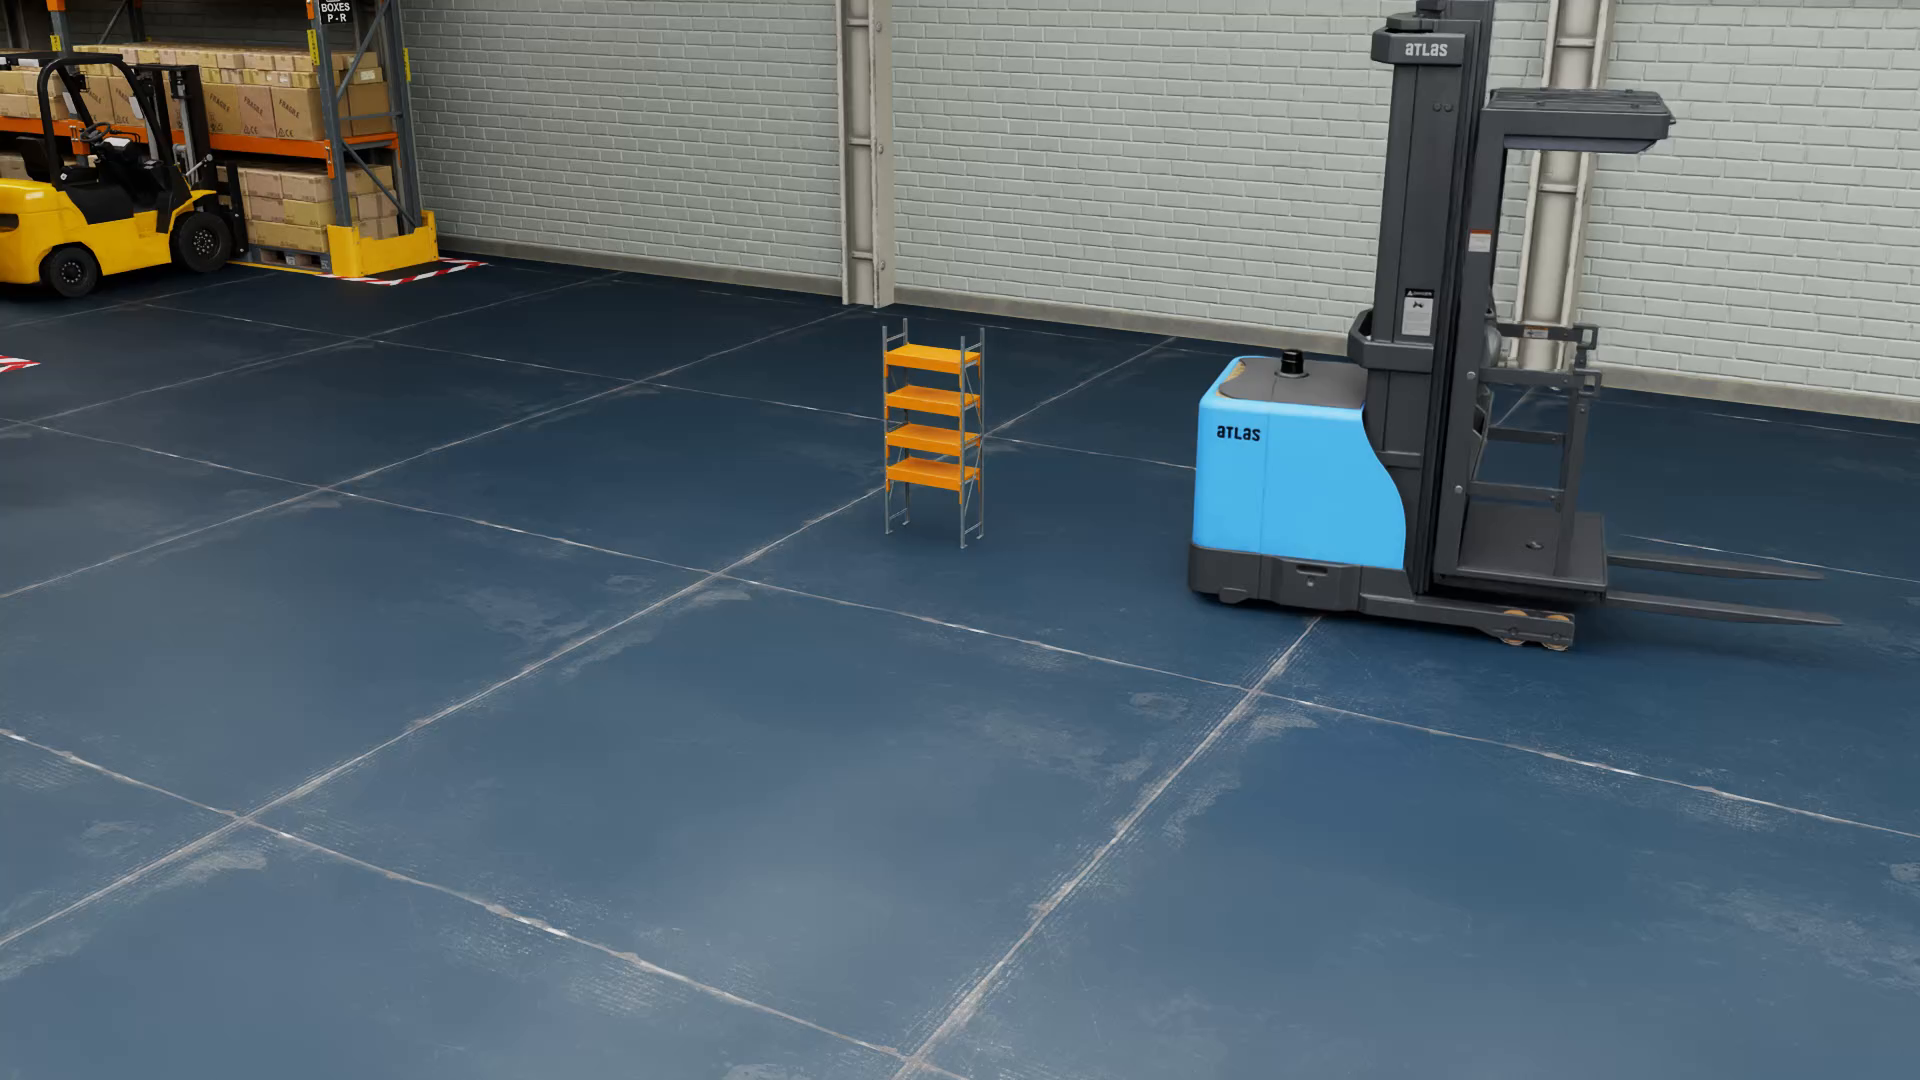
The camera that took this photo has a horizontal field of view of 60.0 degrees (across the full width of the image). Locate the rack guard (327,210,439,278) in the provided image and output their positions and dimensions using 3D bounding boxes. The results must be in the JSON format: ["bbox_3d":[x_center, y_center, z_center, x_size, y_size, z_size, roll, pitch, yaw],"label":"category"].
[{"bbox_3d":[-5.892,-3.042,17.019,0.348,0.500,1.175,11,23,27],"label":"rack guard"}]

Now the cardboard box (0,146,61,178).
[{"bbox_3d":[-11.197,-4.307,19.706,0.625,0.625,0.875,10,22,25],"label":"cardboard box"}]

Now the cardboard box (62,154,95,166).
[{"bbox_3d":[-9.866,-4.051,19.001,0.625,0.625,0.875,12,23,30],"label":"cardboard box"}]

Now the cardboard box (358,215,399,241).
[{"bbox_3d":[-6.246,-3.266,17.386,0.500,0.250,0.500,11,23,28],"label":"cardboard box"}]

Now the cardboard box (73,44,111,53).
[{"bbox_3d":[-9.271,-5.237,17.869,0.250,0.149,0.380,11,23,28],"label":"cardboard box"}]

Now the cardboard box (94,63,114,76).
[{"bbox_3d":[-9.028,-5.065,17.830,0.250,0.149,0.380,11,23,29],"label":"cardboard box"}]

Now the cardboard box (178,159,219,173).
[{"bbox_3d":[-8.254,-3.920,17.723,0.500,0.250,0.500,12,23,29],"label":"cardboard box"}]

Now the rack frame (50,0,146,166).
[{"bbox_3d":[-9.405,-4.887,18.437,0.127,3.000,1.000,11,23,27],"label":"rack frame"}]

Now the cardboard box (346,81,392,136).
[{"bbox_3d":[-6.210,-4.433,17.041,0.500,0.500,0.500,12,23,29],"label":"cardboard box"}]

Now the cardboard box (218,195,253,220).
[{"bbox_3d":[-7.384,-3.515,17.340,0.500,0.250,0.500,10,22,26],"label":"cardboard box"}]

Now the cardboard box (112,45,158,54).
[{"bbox_3d":[-8.772,-5.181,17.714,0.250,0.149,0.380,10,22,26],"label":"cardboard box"}]

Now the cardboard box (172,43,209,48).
[{"bbox_3d":[-8.293,-5.298,18.038,0.250,0.149,0.380,10,22,26],"label":"cardboard box"}]

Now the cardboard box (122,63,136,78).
[{"bbox_3d":[-8.608,-4.966,17.560,0.250,0.149,0.380,11,23,28],"label":"cardboard box"}]

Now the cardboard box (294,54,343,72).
[{"bbox_3d":[-6.328,-4.710,16.416,0.250,0.149,0.380,11,23,27],"label":"cardboard box"}]

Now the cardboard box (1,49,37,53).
[{"bbox_3d":[-10.915,-5.628,19.384,0.250,0.149,0.380,11,23,28],"label":"cardboard box"}]

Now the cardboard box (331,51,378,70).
[{"bbox_3d":[-6.102,-4.833,16.754,0.250,0.149,0.380,10,22,26],"label":"cardboard box"}]

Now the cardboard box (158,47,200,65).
[{"bbox_3d":[-8.108,-5.046,17.344,0.250,0.149,0.380,11,23,27],"label":"cardboard box"}]

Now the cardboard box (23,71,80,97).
[{"bbox_3d":[-9.958,-5.057,18.393,0.500,0.250,0.500,10,22,26],"label":"cardboard box"}]

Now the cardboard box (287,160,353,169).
[{"bbox_3d":[-6.678,-3.814,17.432,0.500,0.250,0.500,11,23,27],"label":"cardboard box"}]

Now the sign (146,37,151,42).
[{"bbox_3d":[-9.136,-5.496,18.732,0.005,0.325,0.100,11,23,27],"label":"sign"}]

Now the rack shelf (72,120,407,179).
[{"bbox_3d":[-7.659,-4.216,17.643,4.000,0.370,1.077,11,23,27],"label":"rack shelf"}]

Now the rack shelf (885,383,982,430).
[{"bbox_3d":[-0.145,-0.739,9.183,0.480,0.148,0.258,11,23,27],"label":"rack shelf"}]

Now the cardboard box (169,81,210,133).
[{"bbox_3d":[-7.811,-4.526,17.298,0.500,0.500,0.500,11,23,28],"label":"cardboard box"}]

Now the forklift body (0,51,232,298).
[{"bbox_3d":[-8.458,-3.595,16.120,1.214,2.155,2.313,11,23,27],"label":"forklift body"}]

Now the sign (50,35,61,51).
[{"bbox_3d":[-9.661,-5.230,17.804,0.005,0.325,0.100,11,23,27],"label":"sign"}]

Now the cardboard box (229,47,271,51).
[{"bbox_3d":[-7.438,-5.098,17.487,0.250,0.149,0.380,11,23,28],"label":"cardboard box"}]

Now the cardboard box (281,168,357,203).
[{"bbox_3d":[-6.467,-3.580,16.785,0.500,0.250,0.500,12,23,29],"label":"cardboard box"}]

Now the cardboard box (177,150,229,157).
[{"bbox_3d":[-8.431,-4.157,18.377,0.500,0.250,0.500,10,22,27],"label":"cardboard box"}]

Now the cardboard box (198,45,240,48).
[{"bbox_3d":[-7.877,-5.193,17.747,0.250,0.149,0.380,11,22,27],"label":"cardboard box"}]

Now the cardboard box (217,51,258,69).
[{"bbox_3d":[-7.263,-4.851,16.805,0.250,0.149,0.380,11,23,29],"label":"cardboard box"}]

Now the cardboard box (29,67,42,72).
[{"bbox_3d":[-10.046,-5.267,18.387,0.250,0.149,0.380,10,22,27],"label":"cardboard box"}]

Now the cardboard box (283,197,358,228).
[{"bbox_3d":[-6.490,-3.349,16.882,0.500,0.250,0.500,10,22,27],"label":"cardboard box"}]

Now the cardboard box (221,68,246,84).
[{"bbox_3d":[-7.253,-4.717,16.873,0.250,0.149,0.380,10,22,26],"label":"cardboard box"}]

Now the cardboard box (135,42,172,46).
[{"bbox_3d":[-8.780,-5.361,18.211,0.250,0.149,0.380,10,22,26],"label":"cardboard box"}]

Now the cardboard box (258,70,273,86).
[{"bbox_3d":[-6.786,-4.643,16.667,0.250,0.149,0.380,11,23,28],"label":"cardboard box"}]

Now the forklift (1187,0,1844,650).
[{"bbox_3d":[2.740,-1.057,7.980,3.031,2.935,1.130,7,21,18],"label":"forklift"}]

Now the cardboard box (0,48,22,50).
[{"bbox_3d":[-11.338,-5.735,19.679,0.250,0.149,0.380,10,22,26],"label":"cardboard box"}]

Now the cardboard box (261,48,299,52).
[{"bbox_3d":[-7.002,-5.008,17.237,0.250,0.149,0.380,12,23,29],"label":"cardboard box"}]

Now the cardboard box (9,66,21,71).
[{"bbox_3d":[-10.528,-5.327,18.555,0.250,0.149,0.380,10,22,26],"label":"cardboard box"}]

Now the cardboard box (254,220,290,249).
[{"bbox_3d":[-6.907,-3.196,17.193,0.500,0.250,0.500,11,23,27],"label":"cardboard box"}]

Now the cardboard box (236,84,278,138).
[{"bbox_3d":[-6.919,-4.361,16.842,0.500,0.500,0.500,12,23,29],"label":"cardboard box"}]

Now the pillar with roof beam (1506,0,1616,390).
[{"bbox_3d":[2.296,-4.148,7.605,0.400,9.000,9.100,11,23,27],"label":"pillar with roof beam"}]

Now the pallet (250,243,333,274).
[{"bbox_3d":[-6.601,-3.025,17.395,1.213,0.211,1.003,11,23,27],"label":"pallet"}]

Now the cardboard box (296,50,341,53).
[{"bbox_3d":[-6.551,-4.926,17.011,0.250,0.149,0.380,11,23,28],"label":"cardboard box"}]

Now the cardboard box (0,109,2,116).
[{"bbox_3d":[-10.833,-4.996,18.958,0.500,0.250,0.500,11,23,28],"label":"cardboard box"}]

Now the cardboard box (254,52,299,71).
[{"bbox_3d":[-6.800,-4.777,16.602,0.250,0.149,0.380,11,23,28],"label":"cardboard box"}]

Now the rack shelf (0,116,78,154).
[{"bbox_3d":[-11.151,-4.881,19.477,4.000,0.370,1.077,11,23,27],"label":"rack shelf"}]

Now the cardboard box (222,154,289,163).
[{"bbox_3d":[-7.553,-3.988,17.911,0.500,0.250,0.500,10,22,26],"label":"cardboard box"}]

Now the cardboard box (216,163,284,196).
[{"bbox_3d":[-7.361,-3.744,17.238,0.500,0.250,0.500,11,23,28],"label":"cardboard box"}]

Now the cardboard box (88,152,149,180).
[{"bbox_3d":[-9.136,-4.088,18.185,0.500,0.250,0.500,10,22,26],"label":"cardboard box"}]

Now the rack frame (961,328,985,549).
[{"bbox_3d":[0.068,-0.551,9.124,0.015,1.200,0.240,11,23,27],"label":"rack frame"}]

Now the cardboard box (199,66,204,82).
[{"bbox_3d":[-7.658,-4.822,17.161,0.250,0.149,0.380,11,22,27],"label":"cardboard box"}]

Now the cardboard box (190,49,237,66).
[{"bbox_3d":[-7.670,-4.963,17.115,0.250,0.149,0.380,11,23,28],"label":"cardboard box"}]

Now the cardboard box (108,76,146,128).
[{"bbox_3d":[-8.682,-4.700,17.777,0.500,0.500,0.500,11,23,28],"label":"cardboard box"}]

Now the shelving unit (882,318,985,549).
[{"bbox_3d":[-0.145,-0.592,9.236,0.503,1.200,0.258,11,23,27],"label":"shelving unit"}]

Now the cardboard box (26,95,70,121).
[{"bbox_3d":[-9.972,-4.822,18.479,0.500,0.250,0.500,11,23,29],"label":"cardboard box"}]

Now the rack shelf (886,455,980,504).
[{"bbox_3d":[-0.145,-0.342,9.327,0.480,0.148,0.258,11,23,27],"label":"rack shelf"}]

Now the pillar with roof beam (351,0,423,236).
[{"bbox_3d":[-8.181,-6.144,13.106,0.400,9.000,9.100,11,23,27],"label":"pillar with roof beam"}]

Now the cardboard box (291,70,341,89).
[{"bbox_3d":[-6.352,-4.547,16.405,0.250,0.149,0.380,11,23,28],"label":"cardboard box"}]
